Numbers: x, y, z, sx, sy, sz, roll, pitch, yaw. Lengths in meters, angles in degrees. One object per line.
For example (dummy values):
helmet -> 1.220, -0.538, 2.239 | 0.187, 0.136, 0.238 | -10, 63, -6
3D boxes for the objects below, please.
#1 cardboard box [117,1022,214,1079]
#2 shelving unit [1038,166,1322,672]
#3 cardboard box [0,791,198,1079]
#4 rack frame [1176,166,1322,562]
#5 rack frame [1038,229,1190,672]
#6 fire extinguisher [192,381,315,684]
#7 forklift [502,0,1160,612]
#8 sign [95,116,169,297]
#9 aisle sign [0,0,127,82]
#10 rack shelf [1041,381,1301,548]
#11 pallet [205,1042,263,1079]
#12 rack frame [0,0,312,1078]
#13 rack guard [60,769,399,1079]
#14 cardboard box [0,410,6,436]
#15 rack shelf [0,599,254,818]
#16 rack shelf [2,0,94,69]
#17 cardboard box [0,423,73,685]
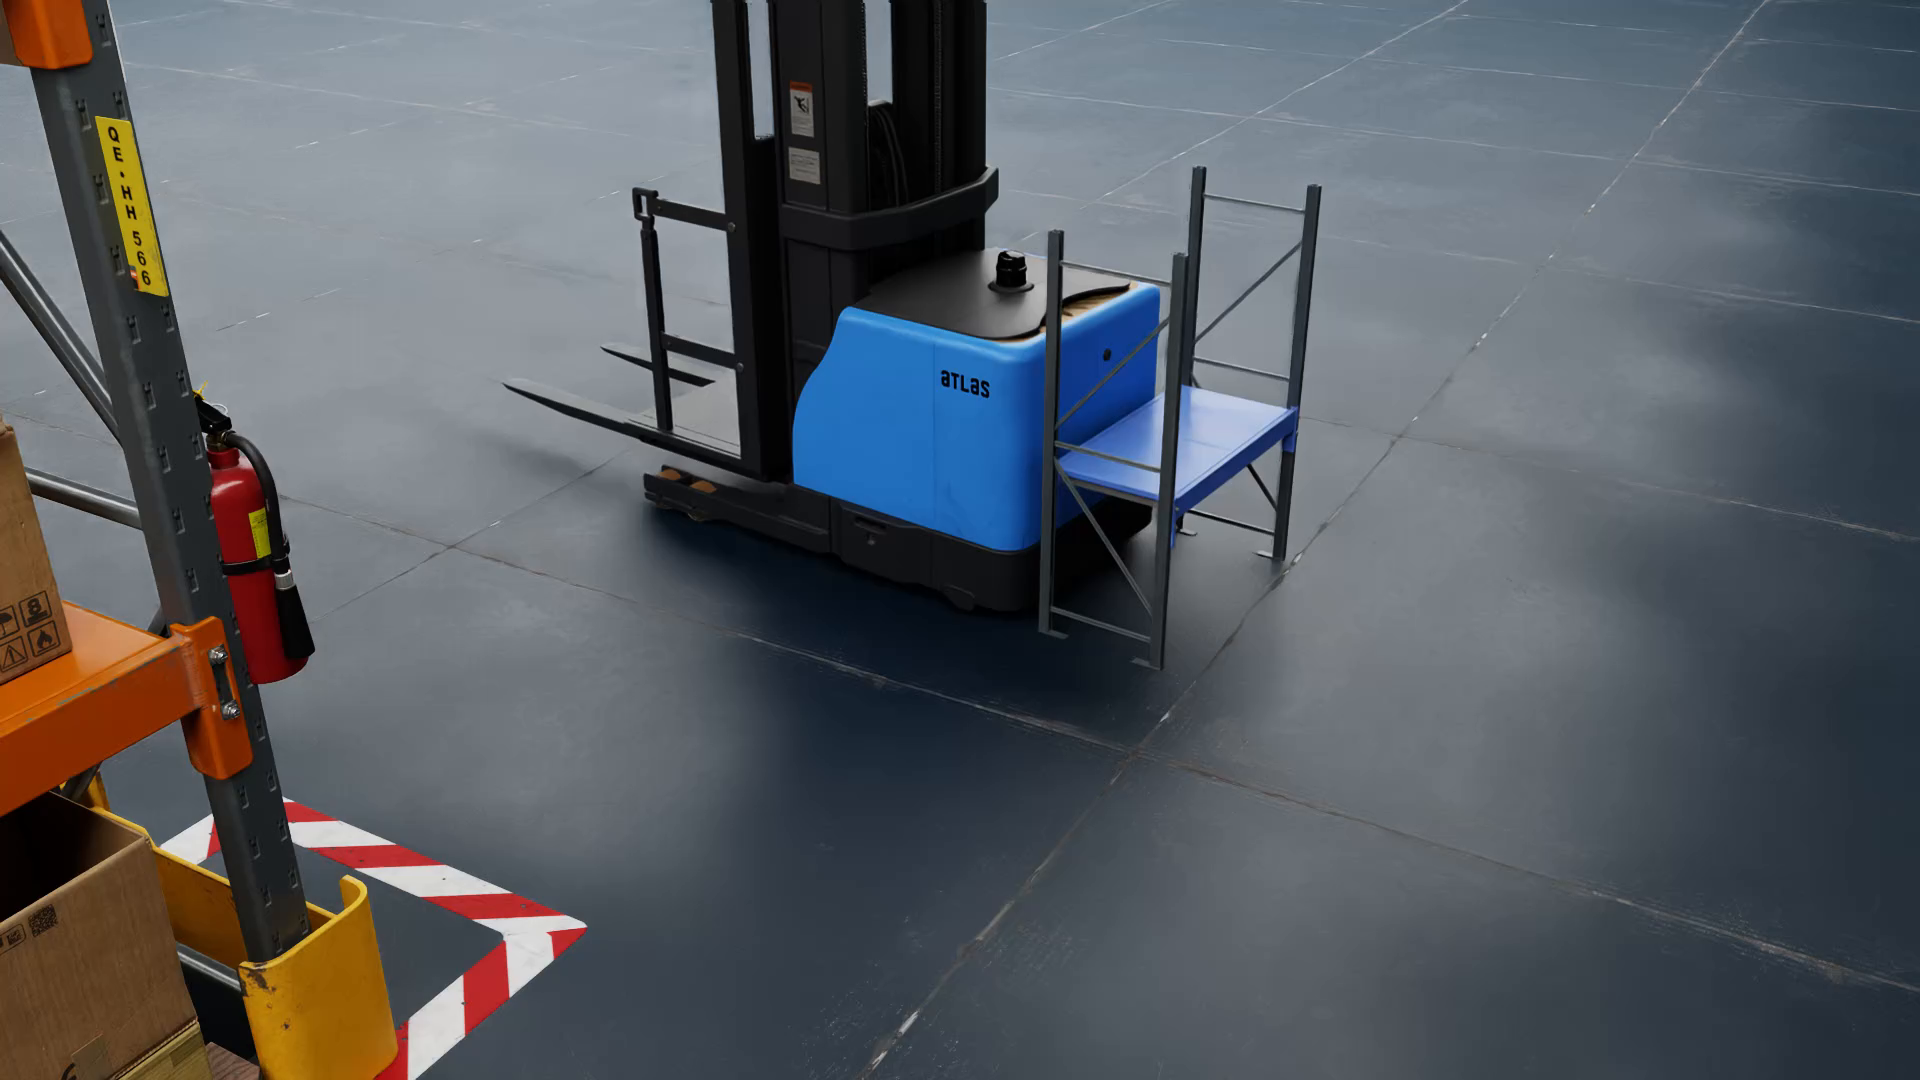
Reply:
cardboard box -> -1.998, 1.203, 3.598 | 0.500, 0.250, 0.500 | 14, 30, 26
shelving unit -> 0.789, -0.465, 6.003 | 0.538, 1.500, 1.048 | 17, 31, 30
cardboard box -> -1.996, 0.868, 3.429 | 0.500, 0.500, 0.500 | 14, 30, 26
rack frame -> 1.076, -0.652, 6.378 | 0.500, 1.500, 0.032 | 17, 31, 30
rack frame -> 0.501, -0.277, 5.628 | 0.500, 1.500, 0.032 | 17, 31, 30
fire extinguisher -> -1.529, -0.022, 3.529 | 0.296, 0.674, 0.183 | 14, 30, 26
forklift -> -0.709, -1.557, 6.586 | 3.031, 2.935, 1.130 | 18, 32, 32
sign -> -1.526, -0.612, 3.063 | 0.100, 0.325, 0.005 | 14, 30, 26
aisle sign -> -1.704, -1.236, 2.964 | 0.394, 0.787, 0.004 | 14, 30, 26
rack shelf -> 0.789, -0.304, 6.083 | 0.538, 0.185, 1.000 | 17, 31, 30
pallet -> -2.331, 1.441, 3.635 | 1.003, 0.211, 1.213 | 14, 30, 26
rack frame -> -1.992, -0.113, 3.624 | 1.000, 3.000, 0.127 | 14, 30, 26
rack guard -> -1.980, 0.996, 4.202 | 1.175, 0.500, 0.348 | 14, 30, 26
cardboard box -> -2.014, -0.257, 3.075 | 0.380, 0.149, 0.250 | 14, 30, 25
rack shelf -> -2.976, 0.988, 2.228 | 1.077, 0.370, 4.000 | 14, 30, 26
rack shelf -> -2.976, -0.353, 1.557 | 1.077, 0.370, 4.000 | 14, 30, 26
cardboard box -> -2.232, 0.022, 3.244 | 0.700, 0.500, 0.500 | 14, 30, 26
